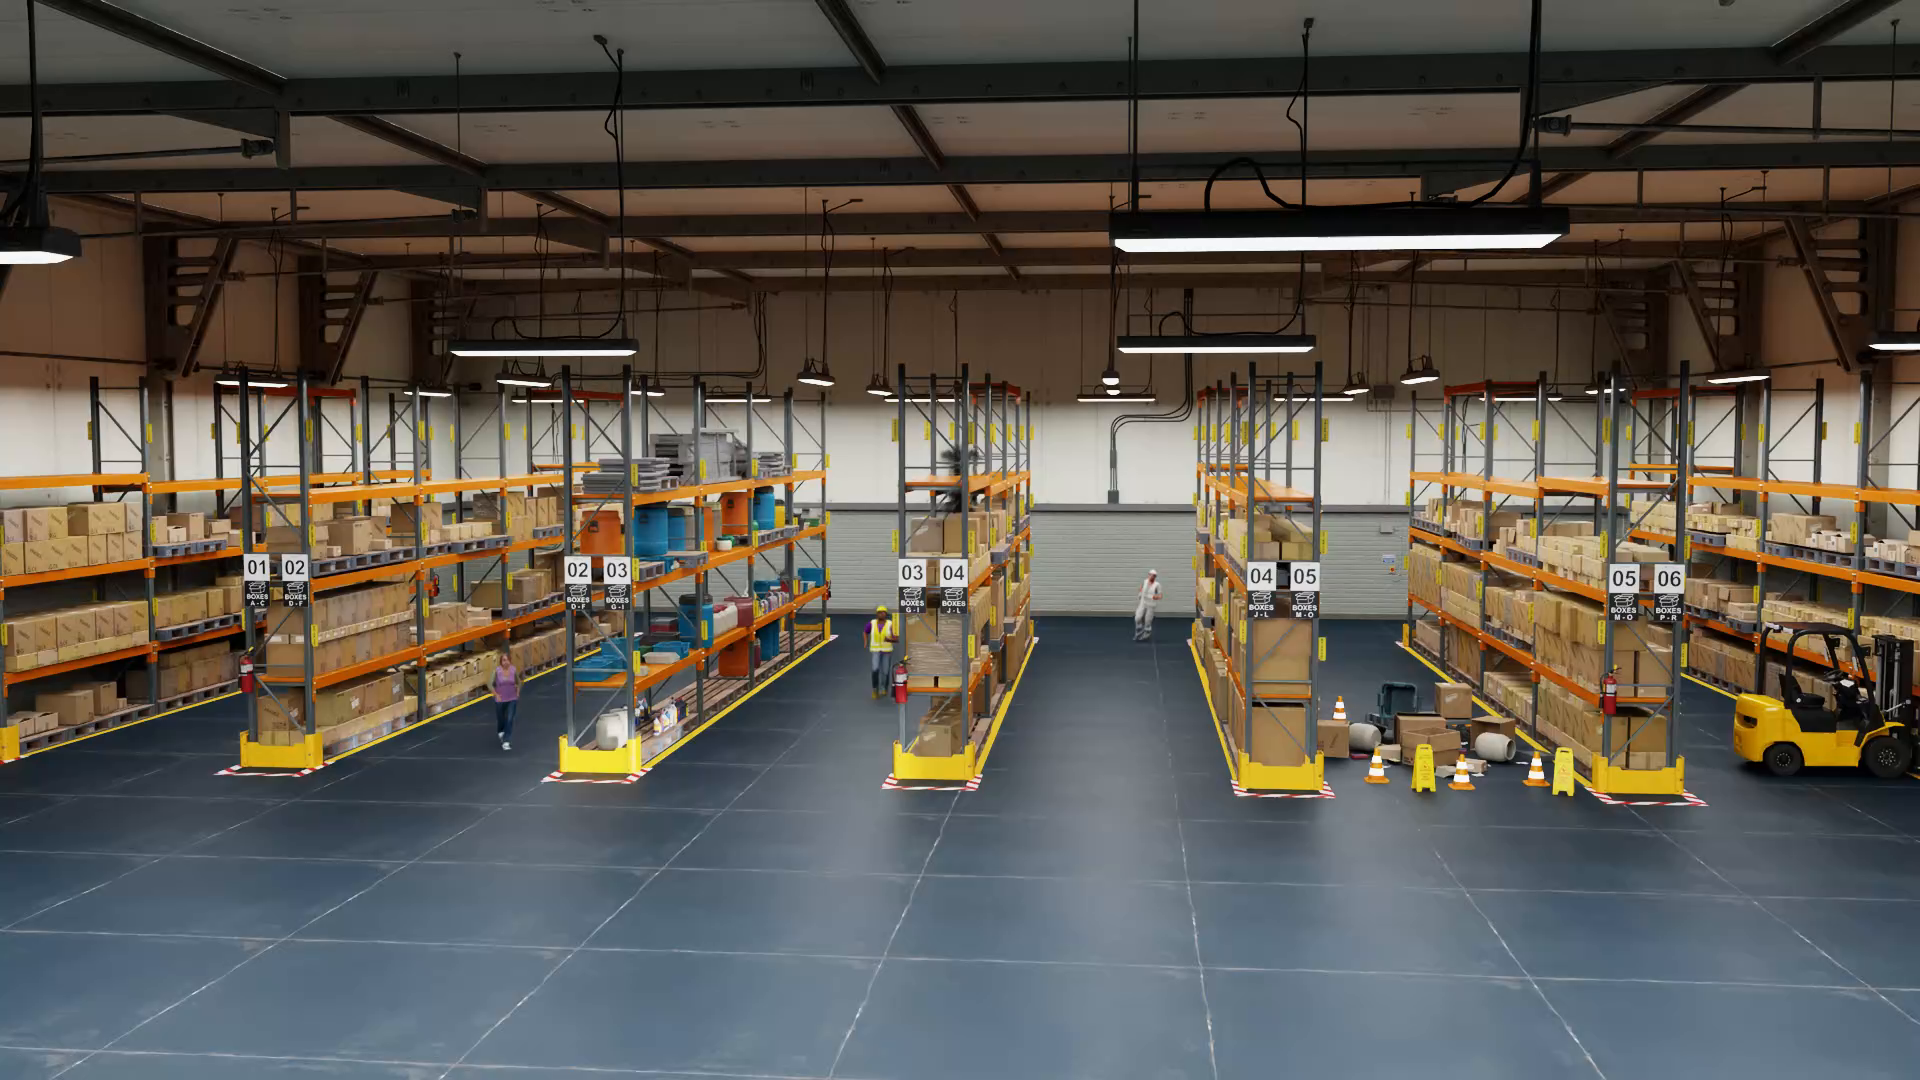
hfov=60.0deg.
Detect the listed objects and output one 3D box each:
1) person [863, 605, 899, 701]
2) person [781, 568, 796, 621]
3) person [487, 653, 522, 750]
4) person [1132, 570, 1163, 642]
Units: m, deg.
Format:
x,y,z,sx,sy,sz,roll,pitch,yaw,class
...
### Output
x,y,z,sx,sy,sz,roll,pitch,yaw,class
-1.489,2.123,31.204,0.680,1.785,0.717,0,4,-1,person
-4.416,1.487,41.407,0.802,1.644,0.558,1,4,9,person
-7.247,2.545,26.460,0.538,1.544,0.612,-1,4,-21,person
4.520,1.578,39.839,0.757,1.771,0.703,2,4,26,person
